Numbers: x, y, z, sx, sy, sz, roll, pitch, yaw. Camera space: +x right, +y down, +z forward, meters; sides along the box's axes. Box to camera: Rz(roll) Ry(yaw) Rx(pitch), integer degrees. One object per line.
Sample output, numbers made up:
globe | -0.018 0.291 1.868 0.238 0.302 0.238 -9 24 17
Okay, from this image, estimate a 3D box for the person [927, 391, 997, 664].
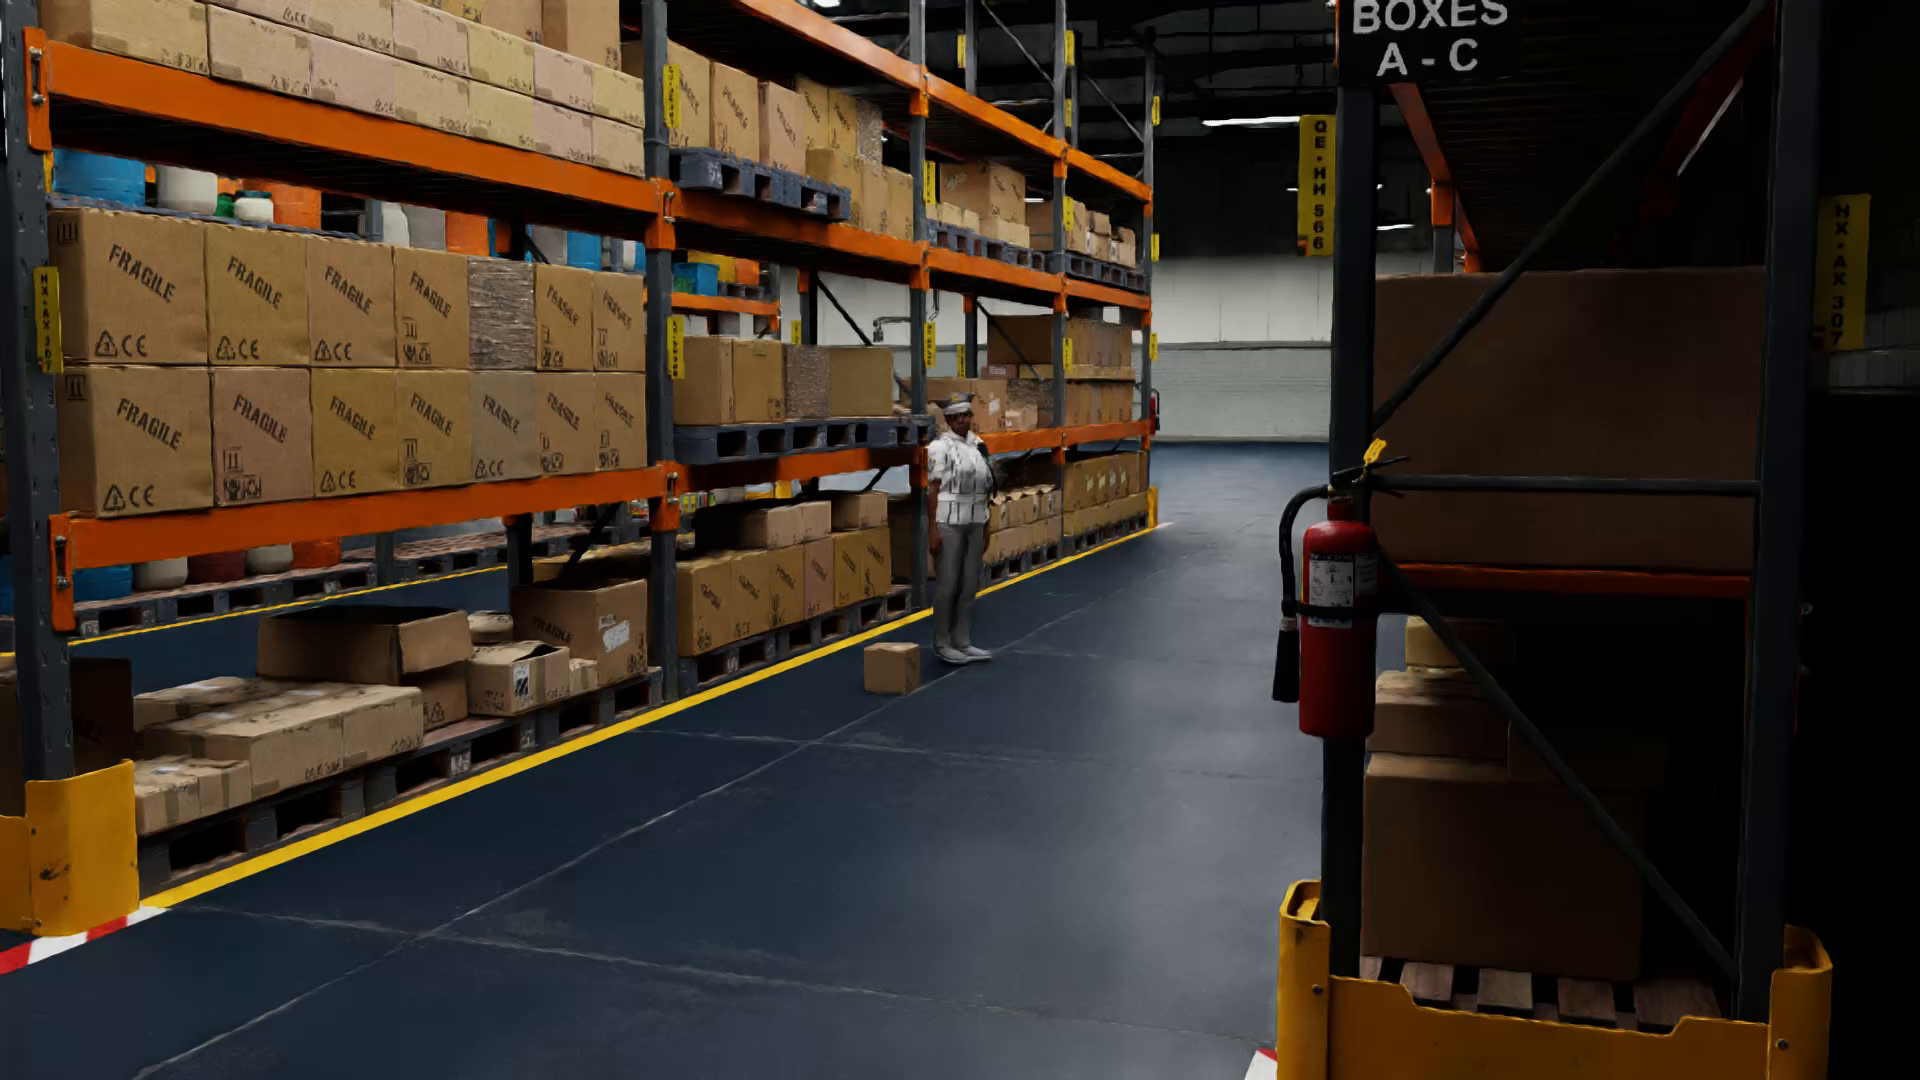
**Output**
person | 0.005 -0.079 10.327 0.501 1.681 0.350 -5 7 -42
